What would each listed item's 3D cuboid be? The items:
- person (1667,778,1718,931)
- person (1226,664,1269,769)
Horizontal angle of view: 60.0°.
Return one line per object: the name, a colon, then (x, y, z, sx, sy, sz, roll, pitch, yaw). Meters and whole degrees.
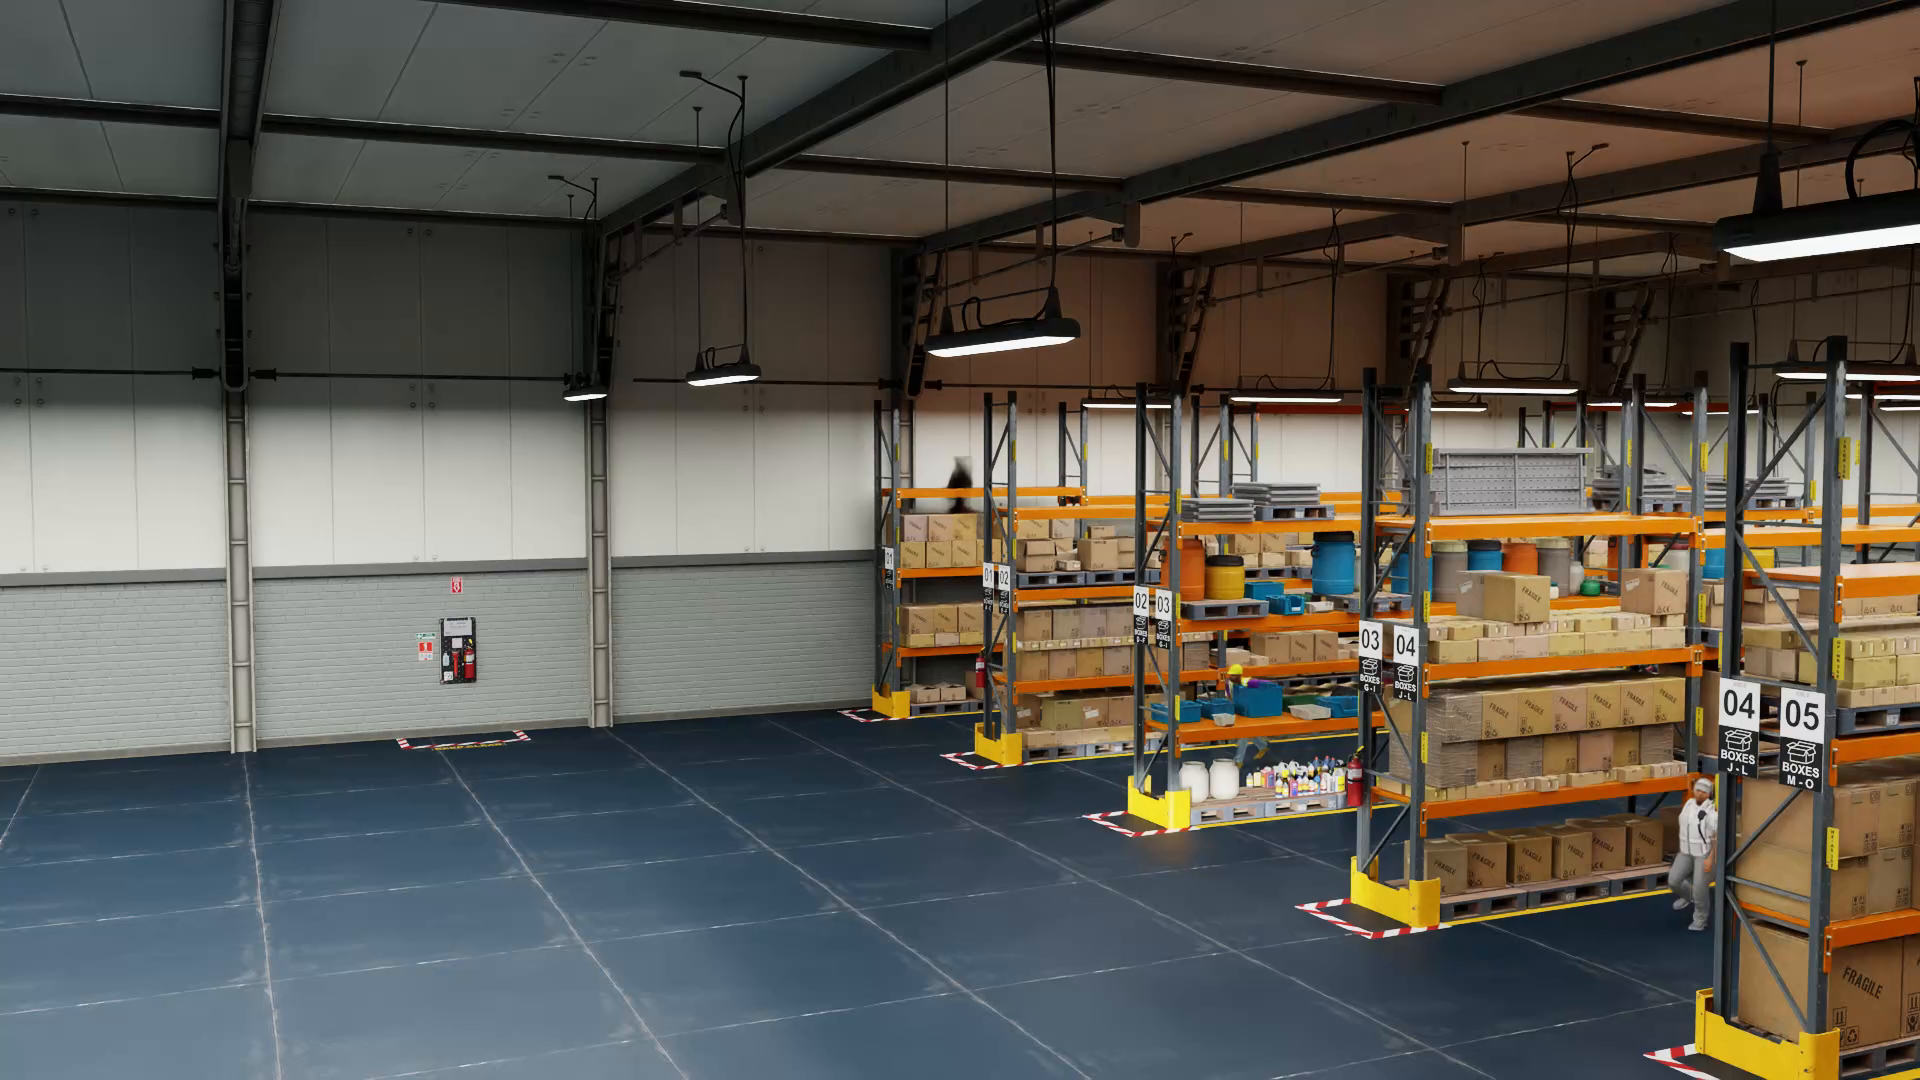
person: (7.853, 3.317, 17.719, 0.530, 1.629, 0.718, -2, 4, -26)
person: (4.600, 2.801, 26.433, 0.746, 1.716, 0.999, 3, 5, 43)
